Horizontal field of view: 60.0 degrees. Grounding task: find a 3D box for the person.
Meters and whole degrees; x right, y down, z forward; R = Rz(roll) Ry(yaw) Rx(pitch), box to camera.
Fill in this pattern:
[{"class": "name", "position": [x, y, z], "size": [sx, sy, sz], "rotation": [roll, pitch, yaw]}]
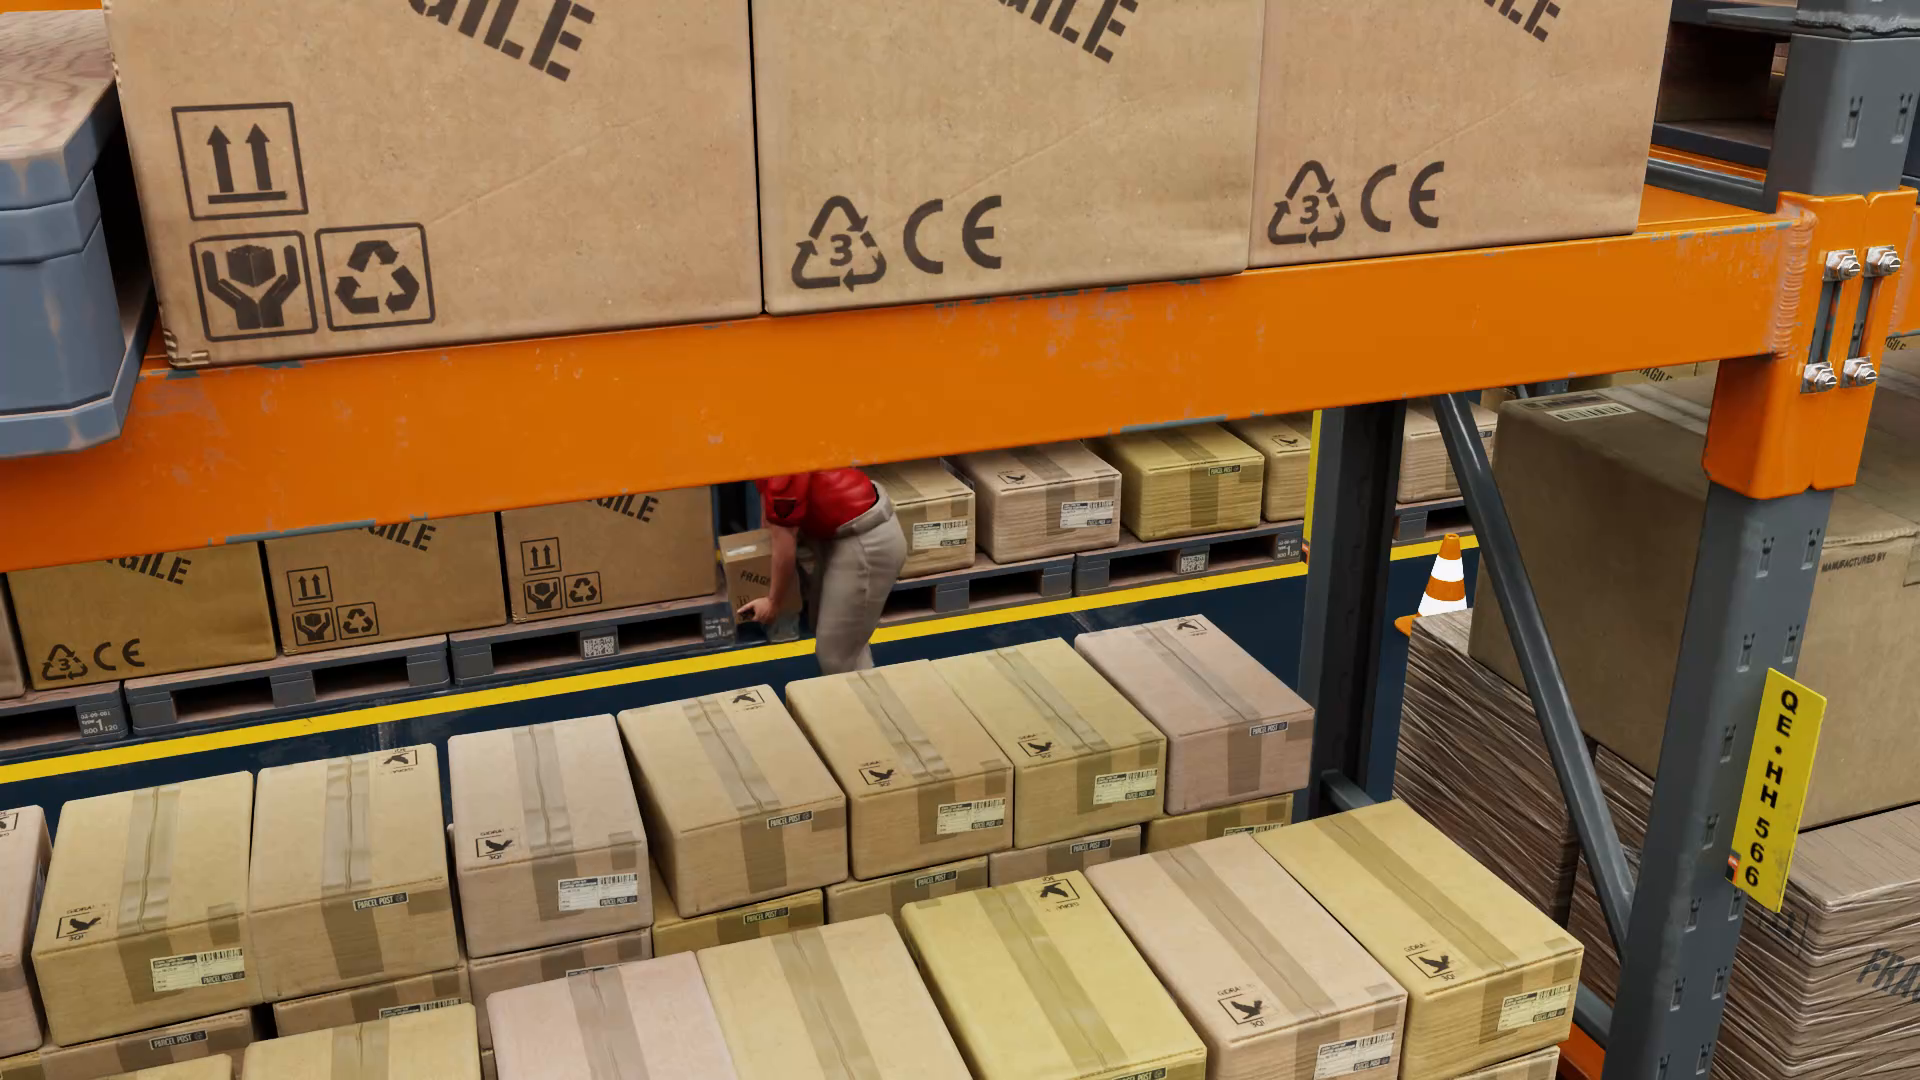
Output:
[{"class": "person", "position": [-0.495, 0.031, 6.071], "size": [0.576, 1.714, 0.482], "rotation": [-4, 23, -9]}]
